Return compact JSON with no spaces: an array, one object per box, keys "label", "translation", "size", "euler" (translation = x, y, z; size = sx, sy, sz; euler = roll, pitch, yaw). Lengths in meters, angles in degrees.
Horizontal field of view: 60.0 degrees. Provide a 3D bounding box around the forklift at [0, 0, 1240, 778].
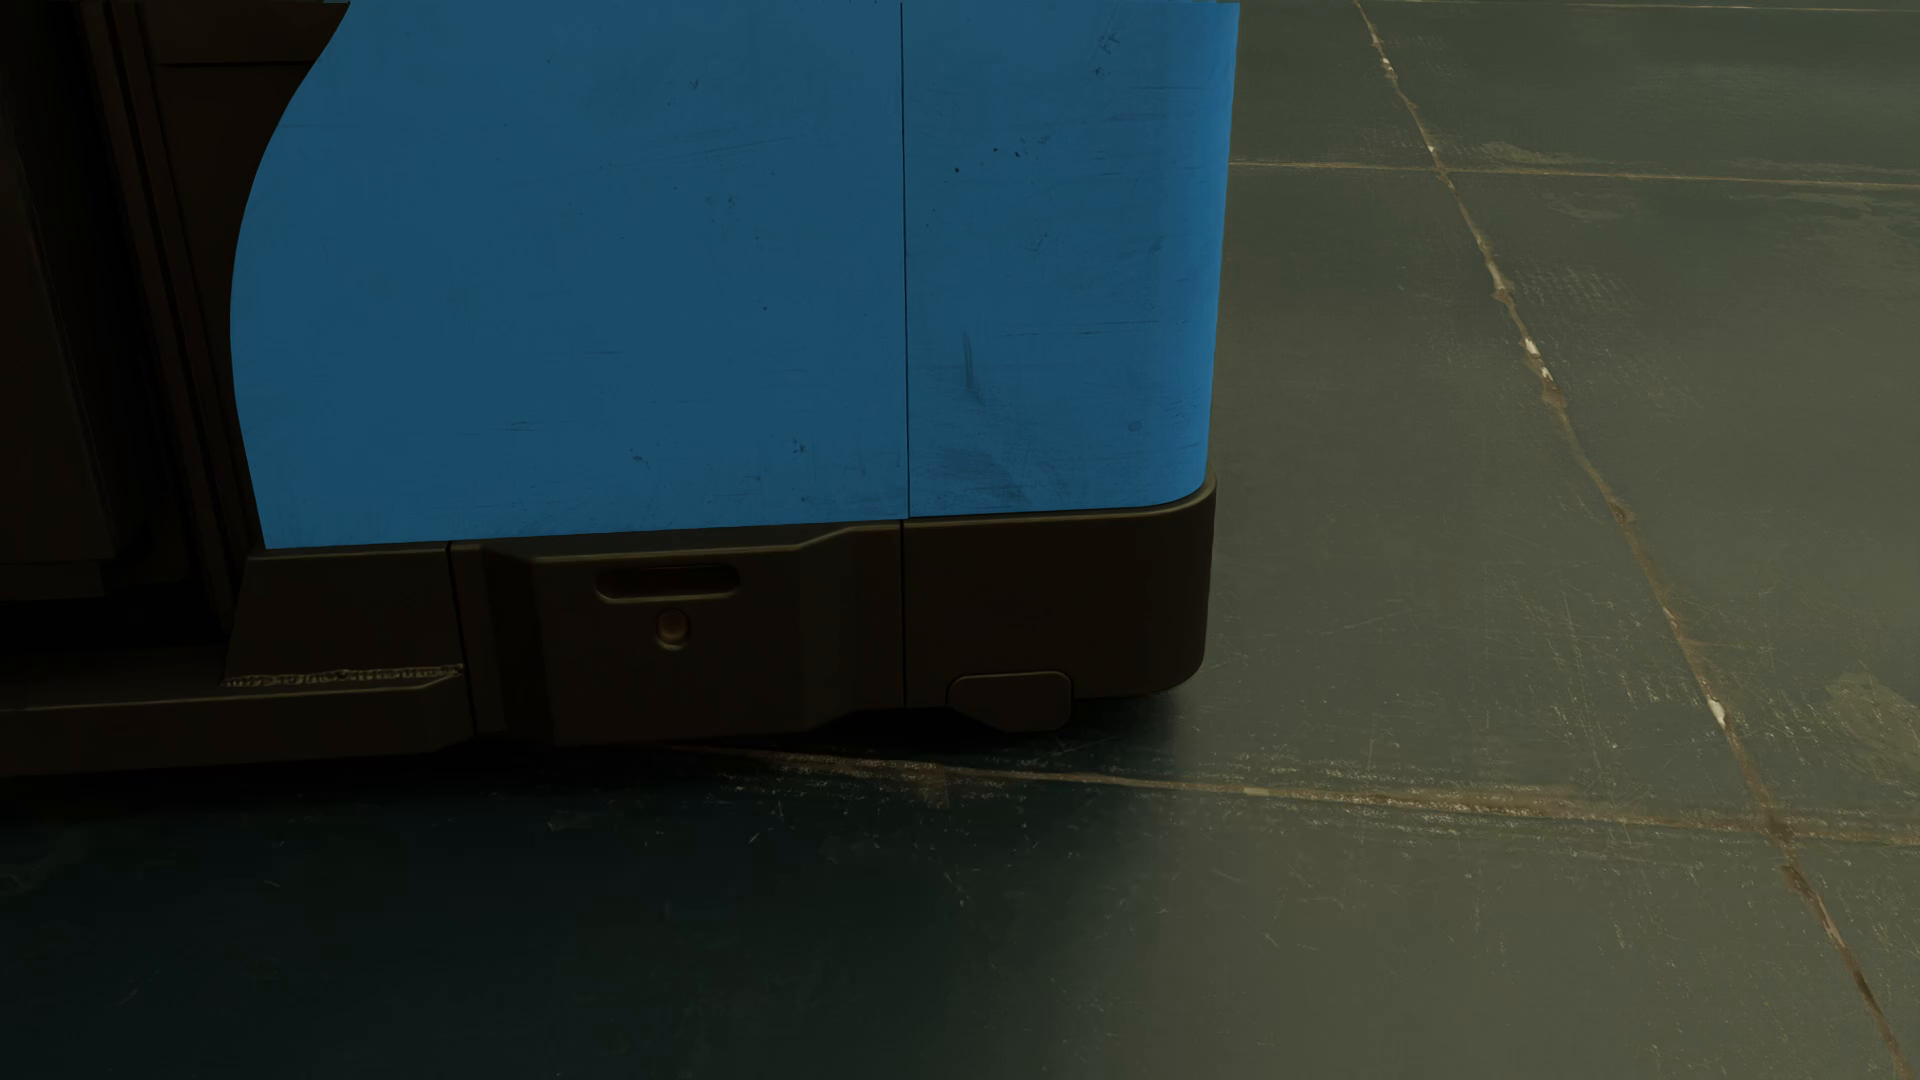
[{"label":"forklift","translation":[-1.250,-1.227,1.677],"size":[3.031,2.935,1.130],"euler":[-3,27,-6]}]
